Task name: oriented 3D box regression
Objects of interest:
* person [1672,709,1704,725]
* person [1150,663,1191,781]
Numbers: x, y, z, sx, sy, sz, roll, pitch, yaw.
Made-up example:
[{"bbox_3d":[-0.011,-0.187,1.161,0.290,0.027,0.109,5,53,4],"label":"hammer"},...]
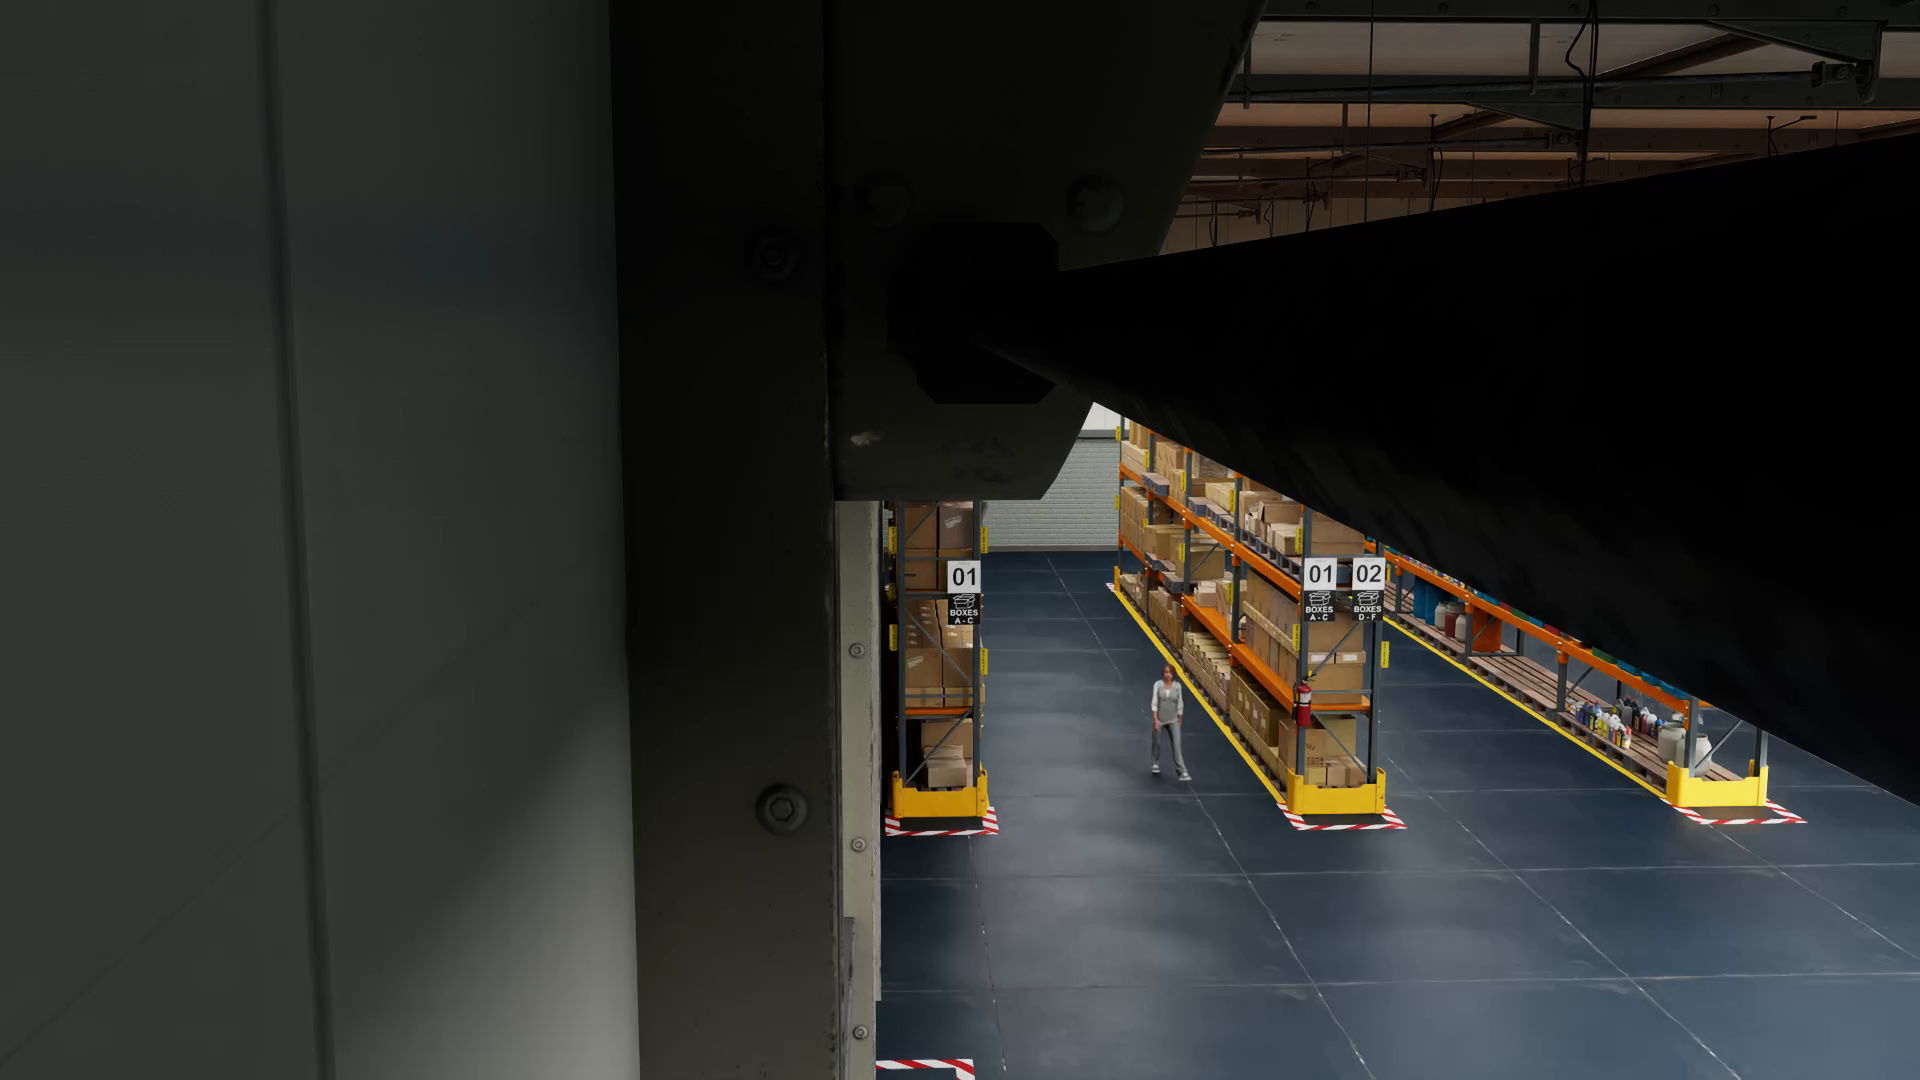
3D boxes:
[{"bbox_3d":[11.026,1.931,25.042,0.467,1.709,0.363,5,10,32],"label":"person"},{"bbox_3d":[2.750,2.449,21.932,0.452,1.440,1.001,-1,8,-7],"label":"person"}]
